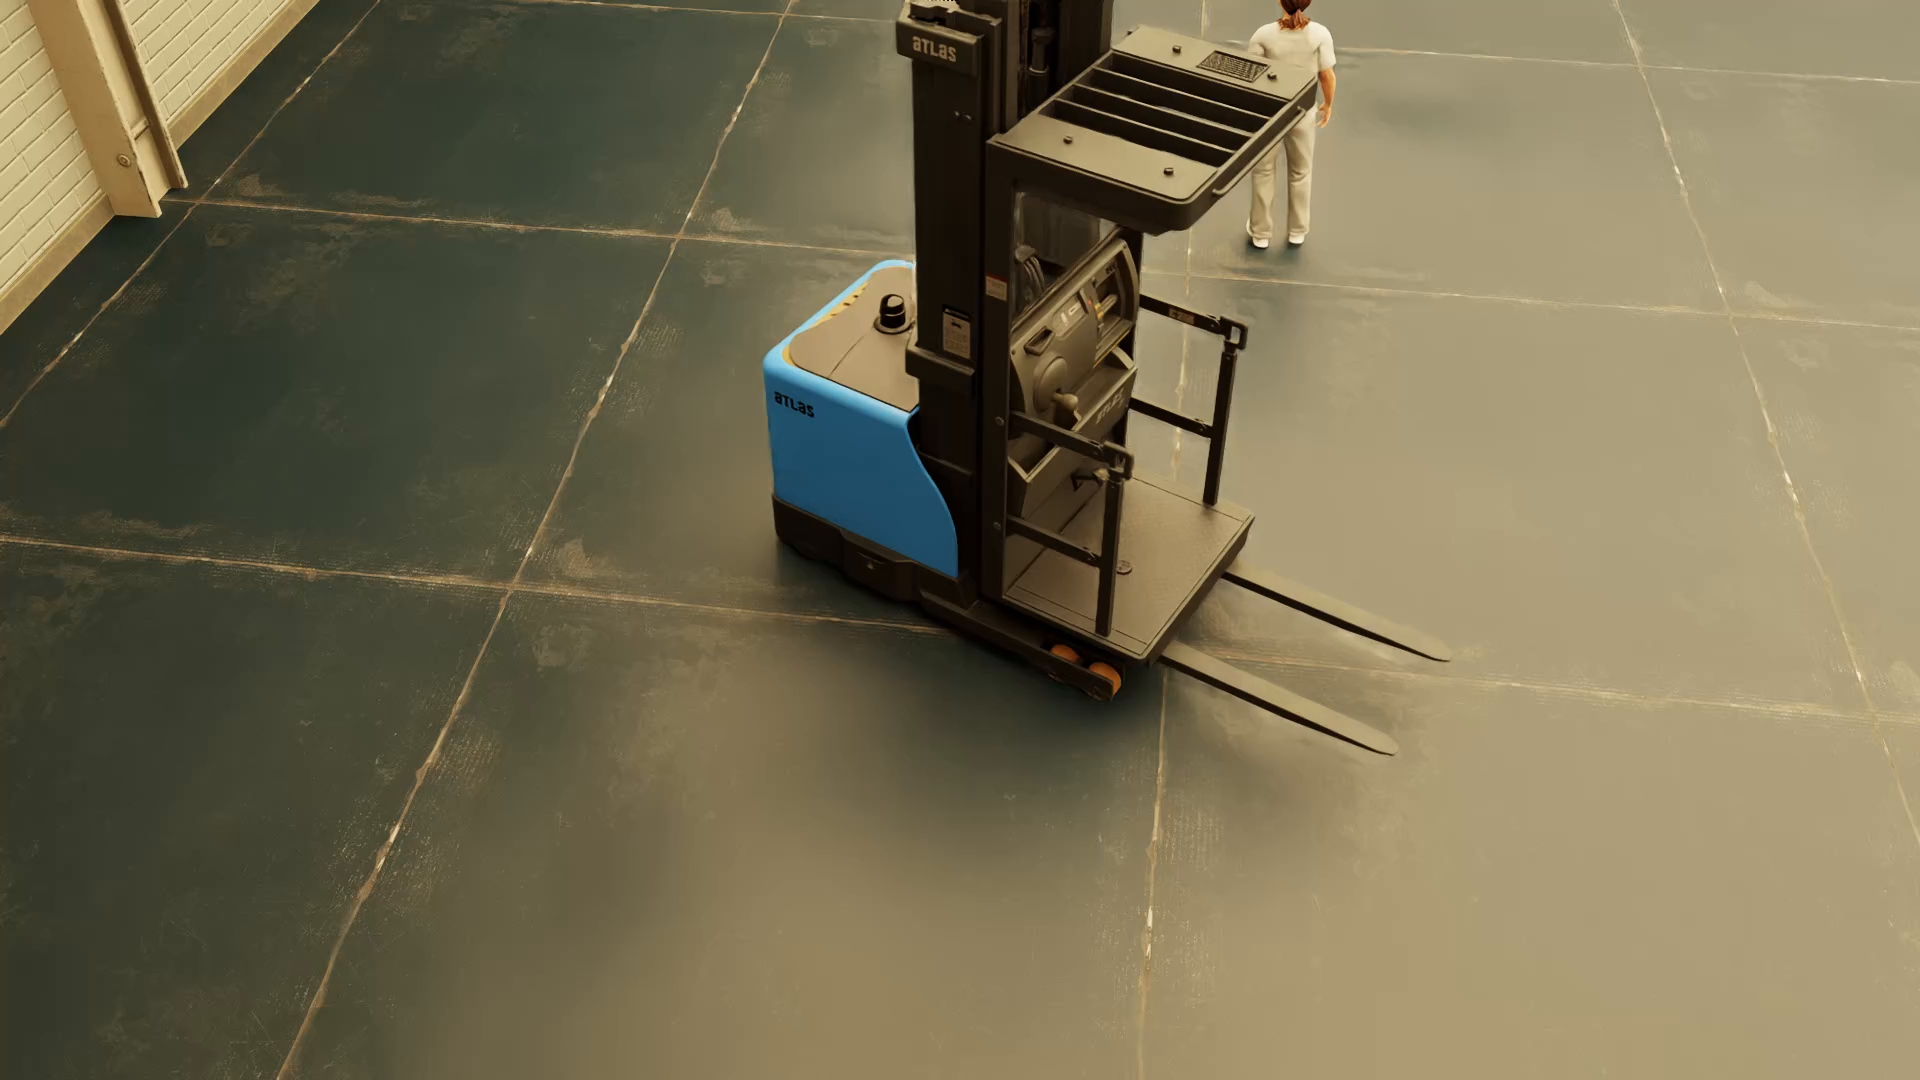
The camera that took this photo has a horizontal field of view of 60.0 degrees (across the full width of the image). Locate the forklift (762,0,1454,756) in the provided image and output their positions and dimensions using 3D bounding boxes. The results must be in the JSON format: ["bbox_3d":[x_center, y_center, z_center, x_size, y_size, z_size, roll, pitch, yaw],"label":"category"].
[{"bbox_3d":[0.642,-0.804,6.599,3.031,2.935,1.130,24,48,24],"label":"forklift"}]

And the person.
[{"bbox_3d":[1.798,-2.392,9.255,0.527,1.681,0.524,6,43,6],"label":"person"}]
